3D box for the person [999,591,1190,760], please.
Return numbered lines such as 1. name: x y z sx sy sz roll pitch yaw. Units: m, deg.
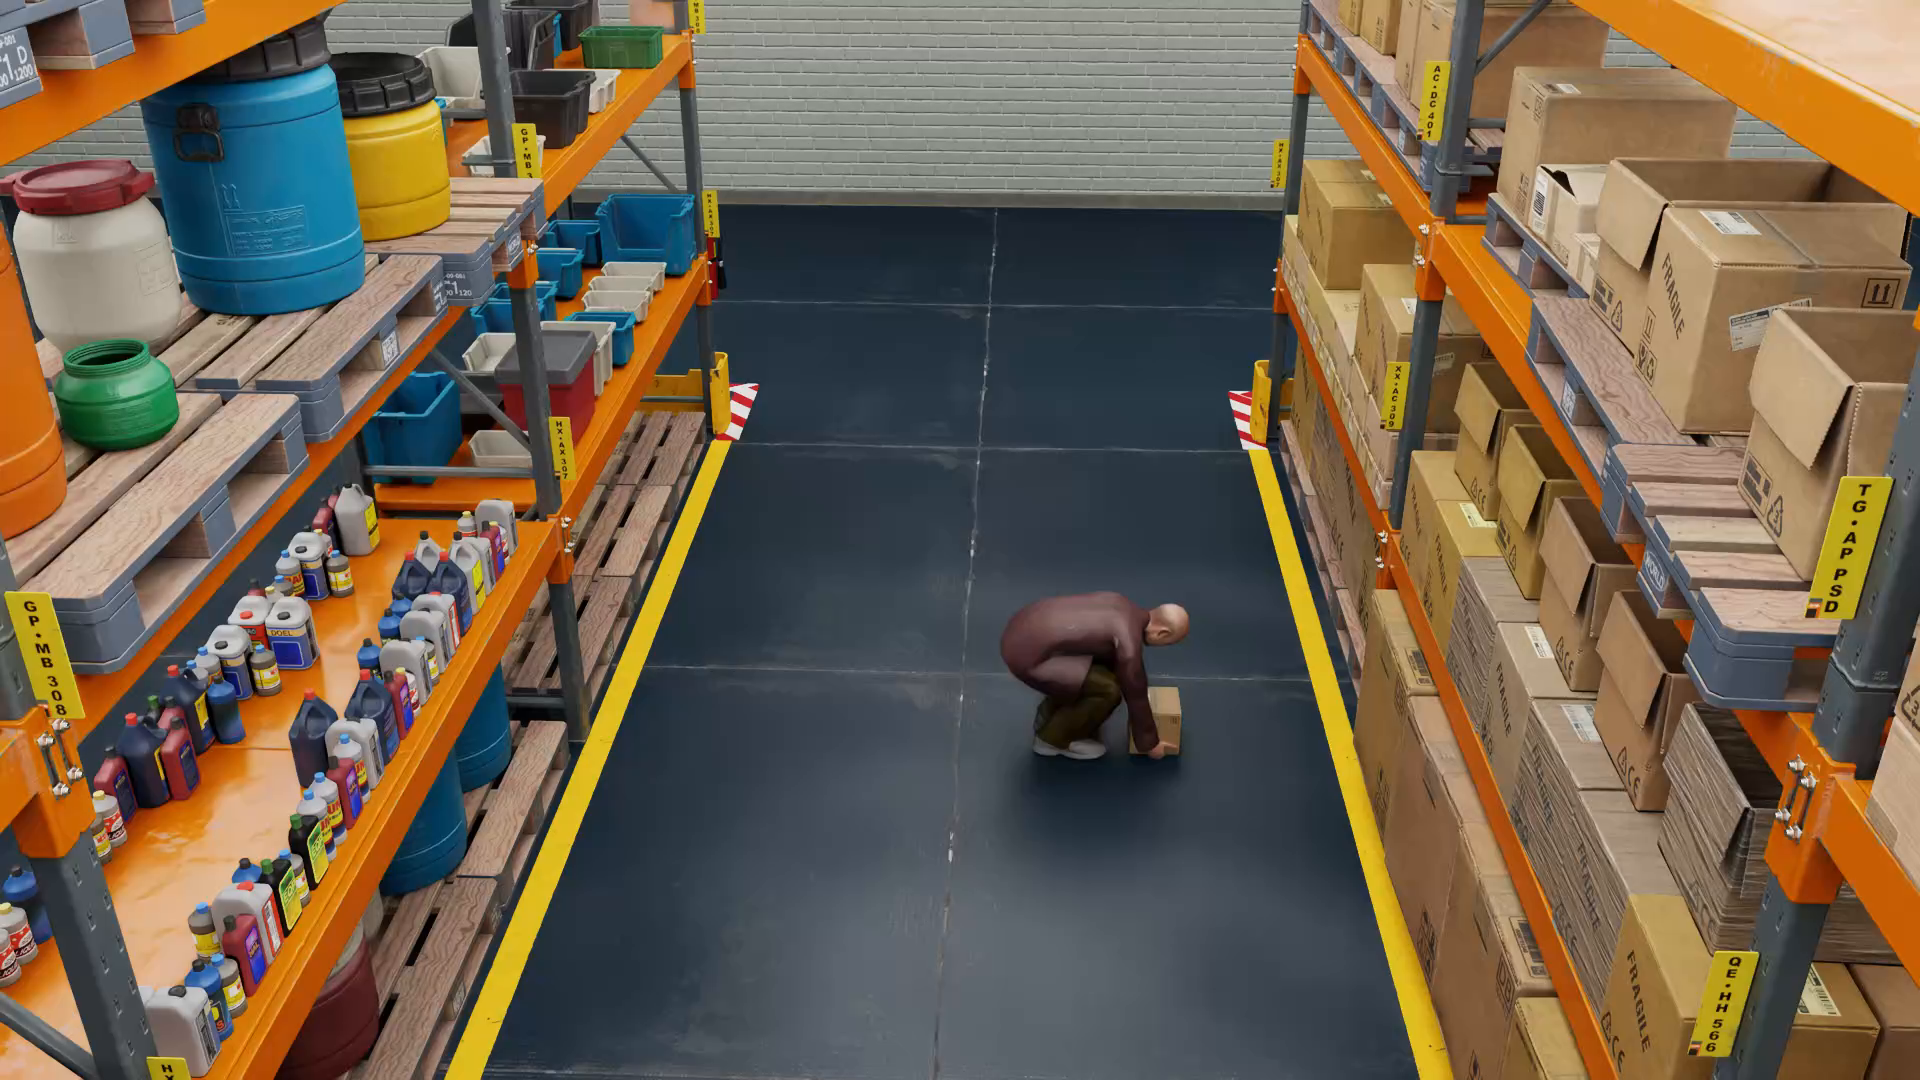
1. person: 0.677 0.686 8.382 0.934 0.838 0.554 0 28 0
